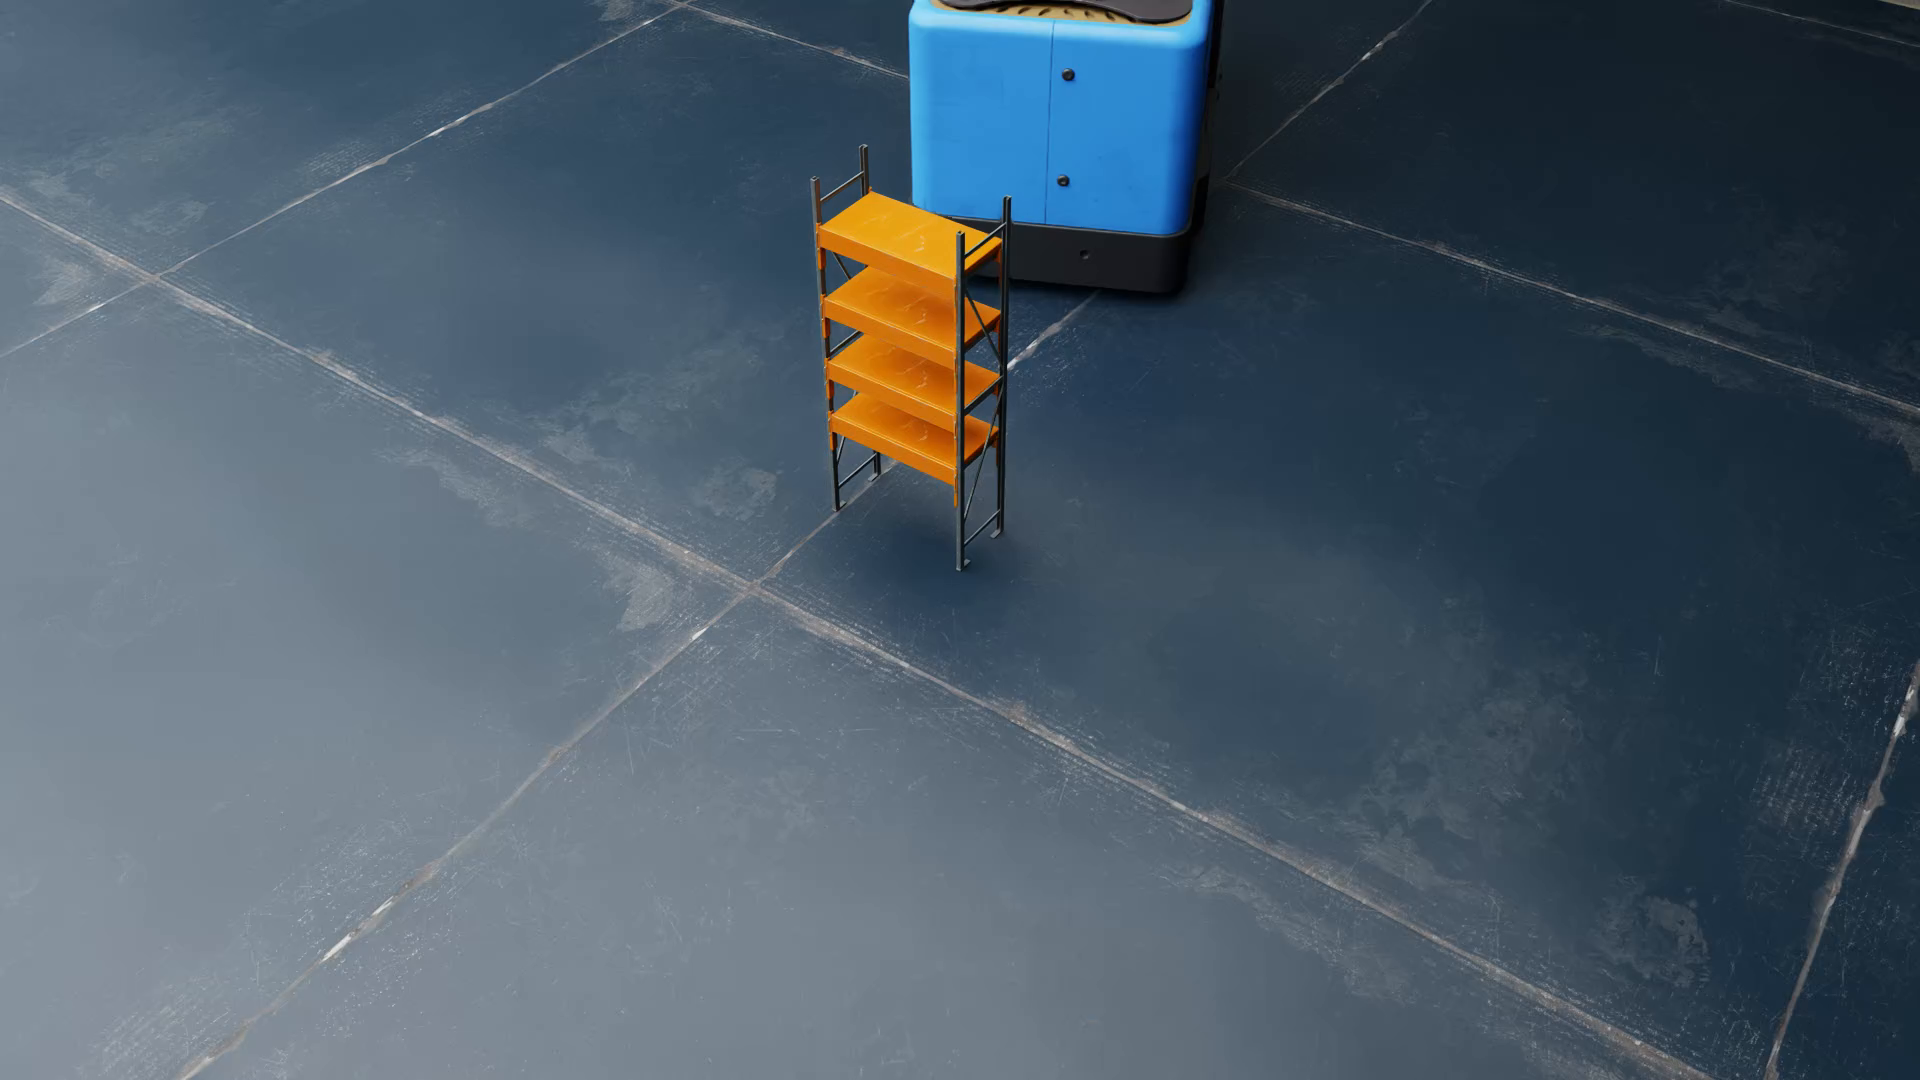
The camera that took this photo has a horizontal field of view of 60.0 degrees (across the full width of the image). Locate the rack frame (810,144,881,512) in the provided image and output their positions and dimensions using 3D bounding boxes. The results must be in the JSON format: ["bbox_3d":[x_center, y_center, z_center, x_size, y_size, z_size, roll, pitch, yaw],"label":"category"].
[{"bbox_3d":[-0.335,-0.604,5.025,0.015,1.200,0.240,25,48,25],"label":"rack frame"}]

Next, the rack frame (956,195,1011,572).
[{"bbox_3d":[0.064,-0.417,4.816,0.015,1.200,0.240,25,48,25],"label":"rack frame"}]

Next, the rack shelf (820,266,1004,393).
[{"bbox_3d":[-0.136,-0.627,4.816,0.480,0.148,0.258,25,48,25],"label":"rack shelf"}]

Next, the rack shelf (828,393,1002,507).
[{"bbox_3d":[-0.136,-0.312,5.098,0.480,0.148,0.258,25,48,25],"label":"rack shelf"}]

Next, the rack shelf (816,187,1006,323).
[{"bbox_3d":[-0.136,-0.803,4.659,0.480,0.148,0.258,25,48,25],"label":"rack shelf"}]

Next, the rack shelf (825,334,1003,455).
[{"bbox_3d":[-0.136,-0.460,4.966,0.480,0.148,0.258,25,48,25],"label":"rack shelf"}]

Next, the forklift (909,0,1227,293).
[{"bbox_3d":[0.574,-2.997,6.402,1.130,2.935,3.031,7,42,7],"label":"forklift"}]

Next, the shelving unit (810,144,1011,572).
[{"bbox_3d":[-0.136,-0.511,4.921,0.503,1.200,0.258,25,48,25],"label":"shelving unit"}]
